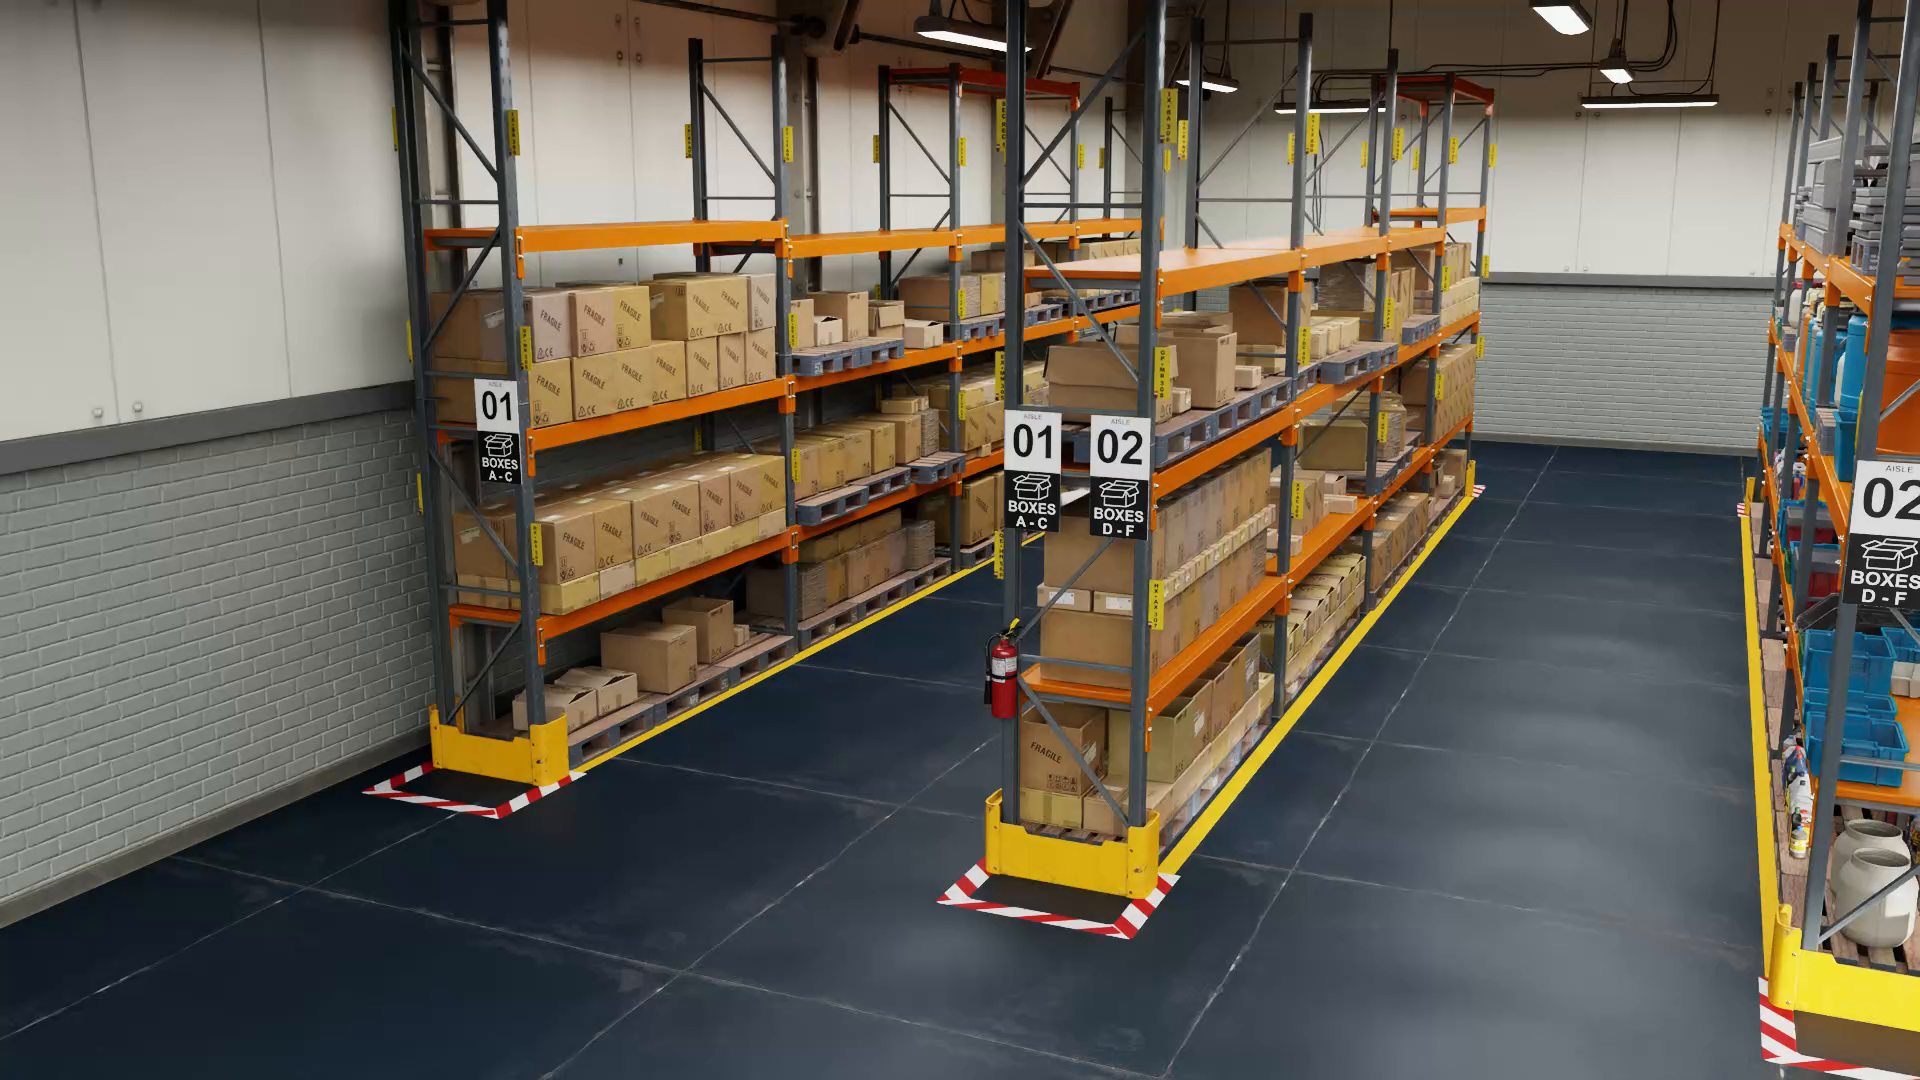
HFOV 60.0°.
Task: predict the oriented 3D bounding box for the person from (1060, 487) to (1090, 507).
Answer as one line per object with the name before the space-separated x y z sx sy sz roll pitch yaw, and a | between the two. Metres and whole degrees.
person | 1.331 0.006 18.709 0.583 1.442 0.750 5 13 24
